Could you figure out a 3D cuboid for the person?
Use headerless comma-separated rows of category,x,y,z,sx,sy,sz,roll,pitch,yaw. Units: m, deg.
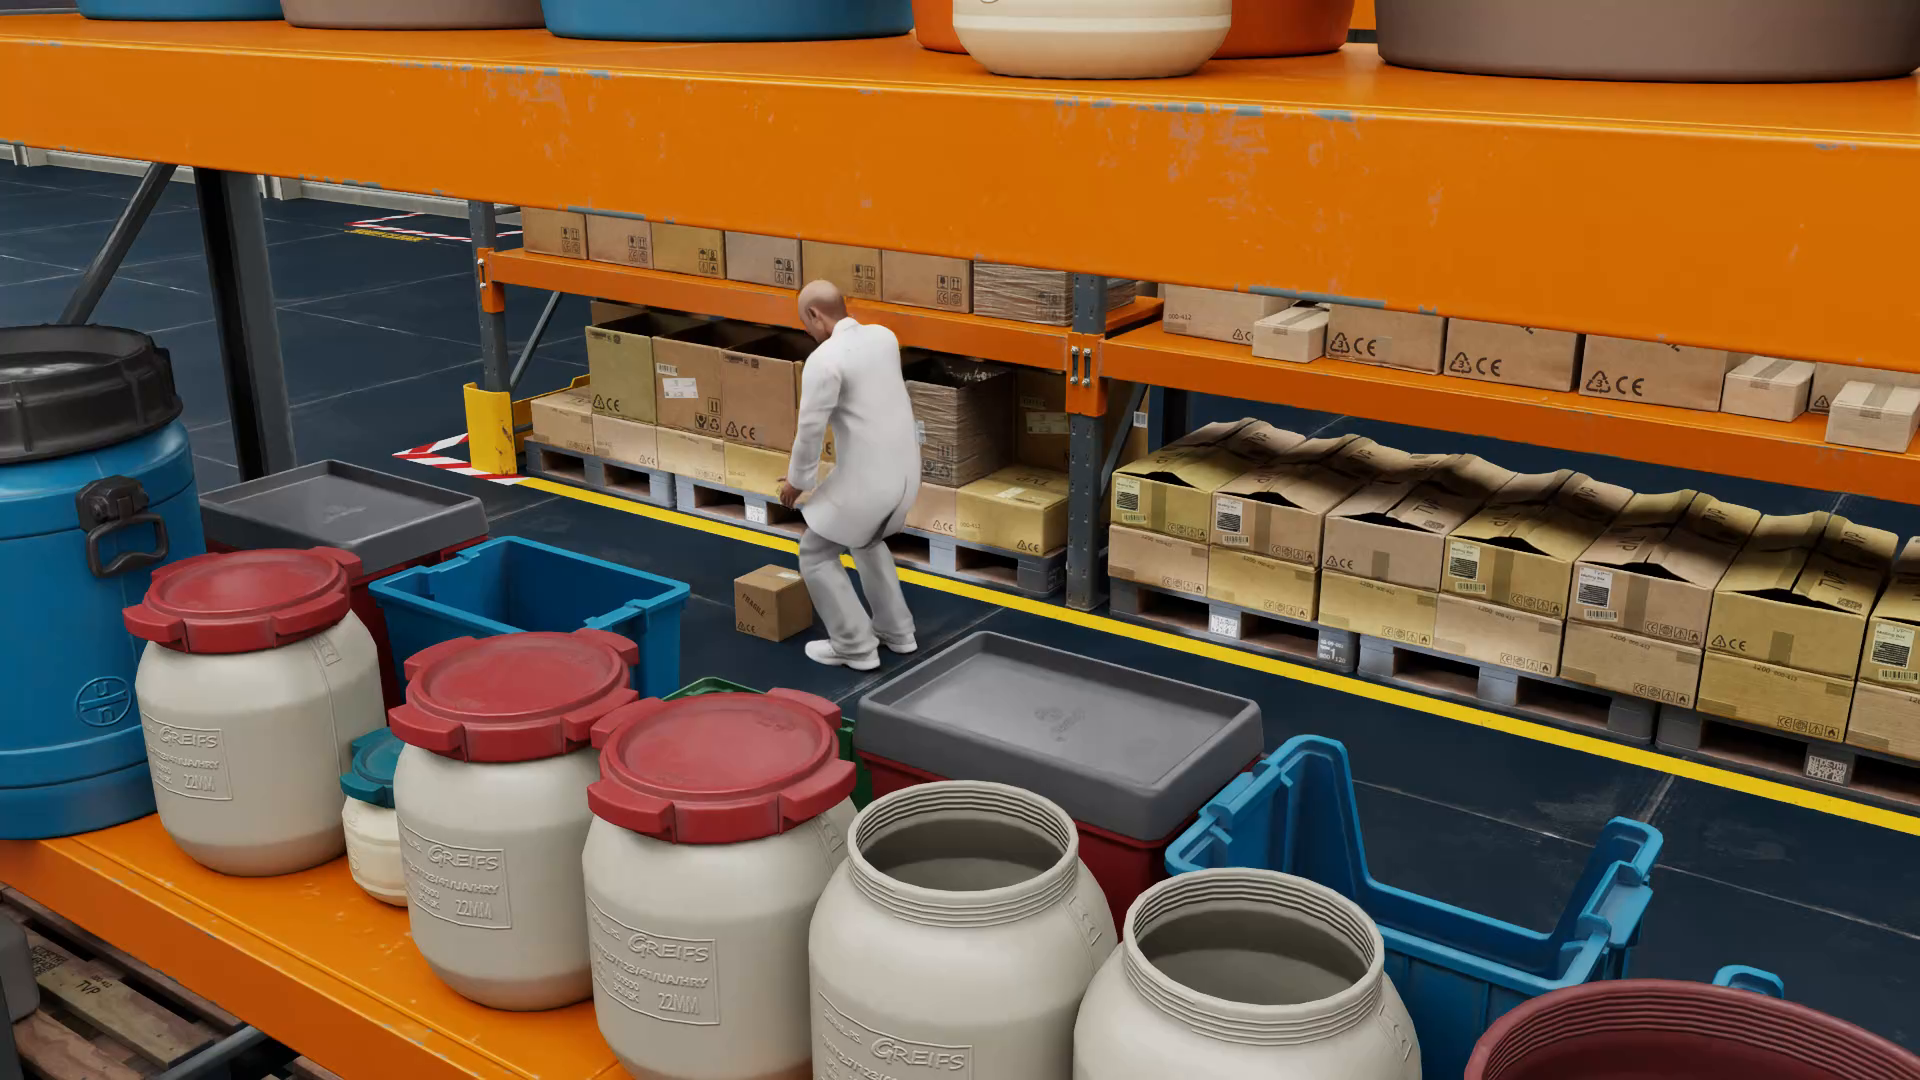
person,-0.449,-0.190,7.072,0.522,1.492,0.611,14,24,34
